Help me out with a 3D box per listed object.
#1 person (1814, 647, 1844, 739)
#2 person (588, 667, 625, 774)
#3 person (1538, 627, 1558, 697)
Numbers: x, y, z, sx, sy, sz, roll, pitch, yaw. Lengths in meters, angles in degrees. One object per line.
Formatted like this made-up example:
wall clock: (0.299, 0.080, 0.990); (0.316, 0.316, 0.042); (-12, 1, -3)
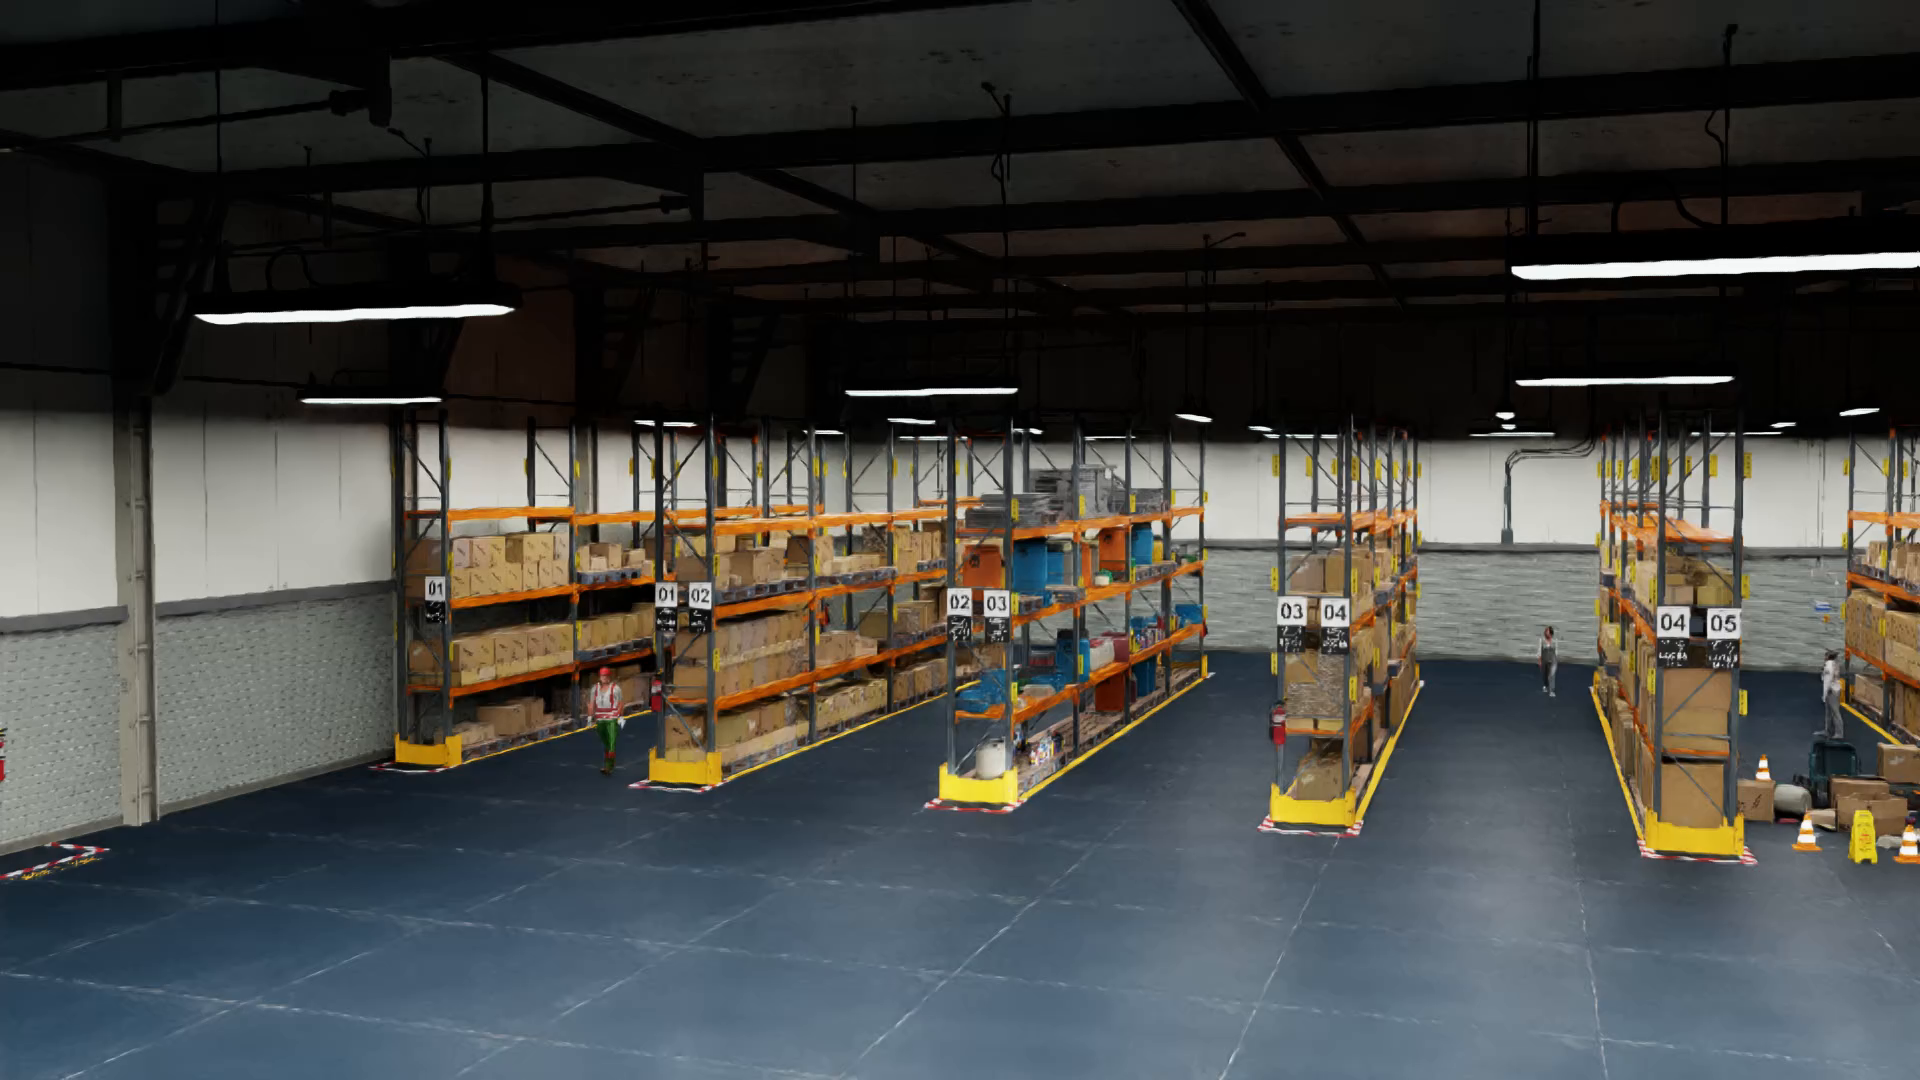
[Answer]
person: (16.144, 2.830, 30.862); (0.552, 1.664, 0.573); (2, 3, 39)
person: (-5.858, 2.948, 27.438); (0.528, 1.727, 1.030); (0, 2, 11)
person: (12.959, 2.657, 36.663); (0.417, 1.517, 1.036); (1, 3, 21)
